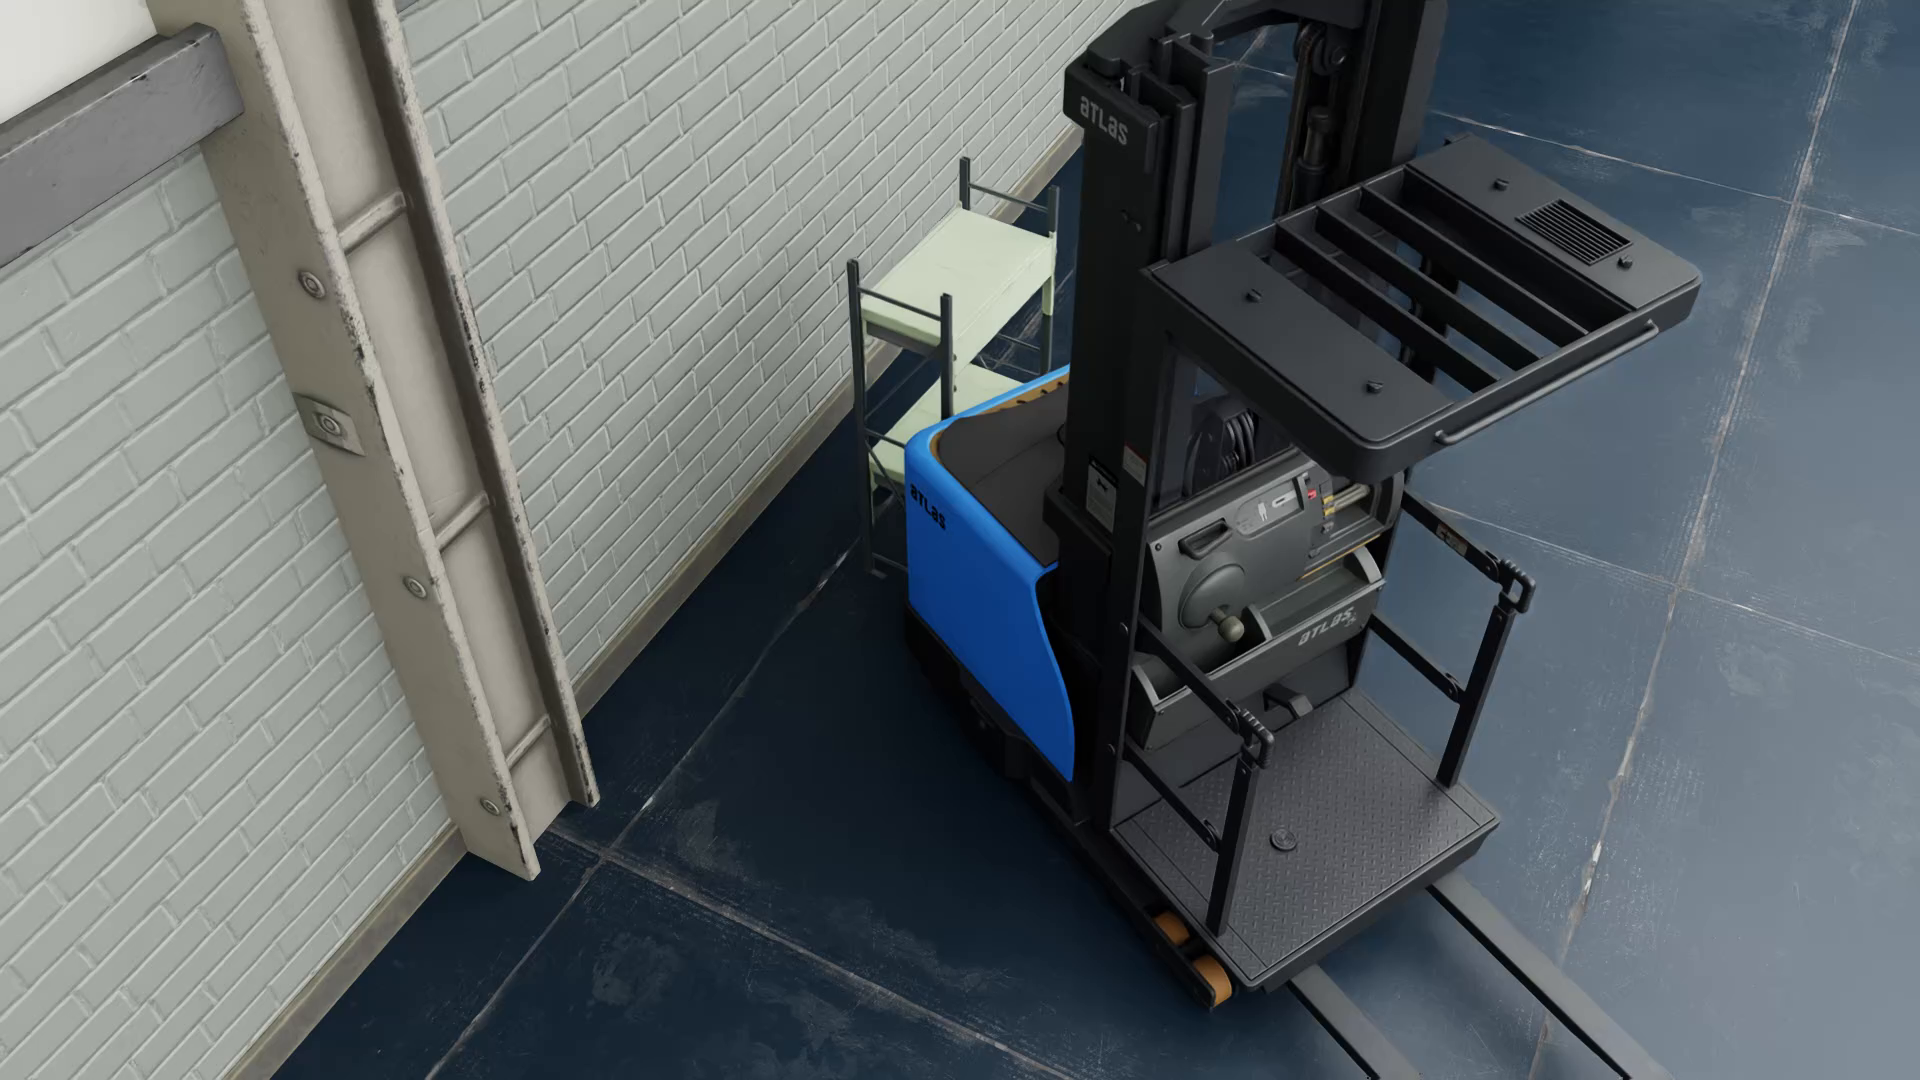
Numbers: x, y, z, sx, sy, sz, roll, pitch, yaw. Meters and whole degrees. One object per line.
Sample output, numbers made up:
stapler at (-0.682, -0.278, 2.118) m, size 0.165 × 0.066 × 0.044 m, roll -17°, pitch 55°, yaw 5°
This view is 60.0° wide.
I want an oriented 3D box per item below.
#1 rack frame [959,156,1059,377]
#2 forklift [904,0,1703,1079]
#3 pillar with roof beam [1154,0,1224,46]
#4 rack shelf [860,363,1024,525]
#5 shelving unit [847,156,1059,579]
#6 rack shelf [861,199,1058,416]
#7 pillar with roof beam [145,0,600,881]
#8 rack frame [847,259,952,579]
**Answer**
rack frame at (0.175, -0.784, 6.470) m, size 0.400 × 1.500 × 0.023 m, roll 23°, pitch 50°, yaw 21°
forklift at (1.038, 0.056, 4.634) m, size 1.130 × 2.935 × 3.031 m, roll -26°, pitch 51°, yaw -23°
pillar with roof beam at (5.108, -4.544, 4.914) m, size 9.100 × 9.000 × 0.400 m, roll 20°, pitch 49°, yaw 19°
rack shelf at (-0.014, -0.331, 6.481) m, size 0.431 × 0.370 × 0.720 m, roll 23°, pitch 50°, yaw 21°
shelving unit at (-0.014, -0.560, 6.249) m, size 0.431 × 1.500 × 0.755 m, roll 23°, pitch 50°, yaw 21°
rack shelf at (-0.014, -0.835, 5.972) m, size 0.431 × 0.370 × 0.720 m, roll 23°, pitch 50°, yaw 21°
pillar with roof beam at (2.323, -0.764, 1.178) m, size 9.100 × 9.000 × 0.400 m, roll 20°, pitch 49°, yaw 19°
rack frame at (-0.202, -0.337, 6.029) m, size 0.400 × 1.500 × 0.023 m, roll 23°, pitch 50°, yaw 21°
